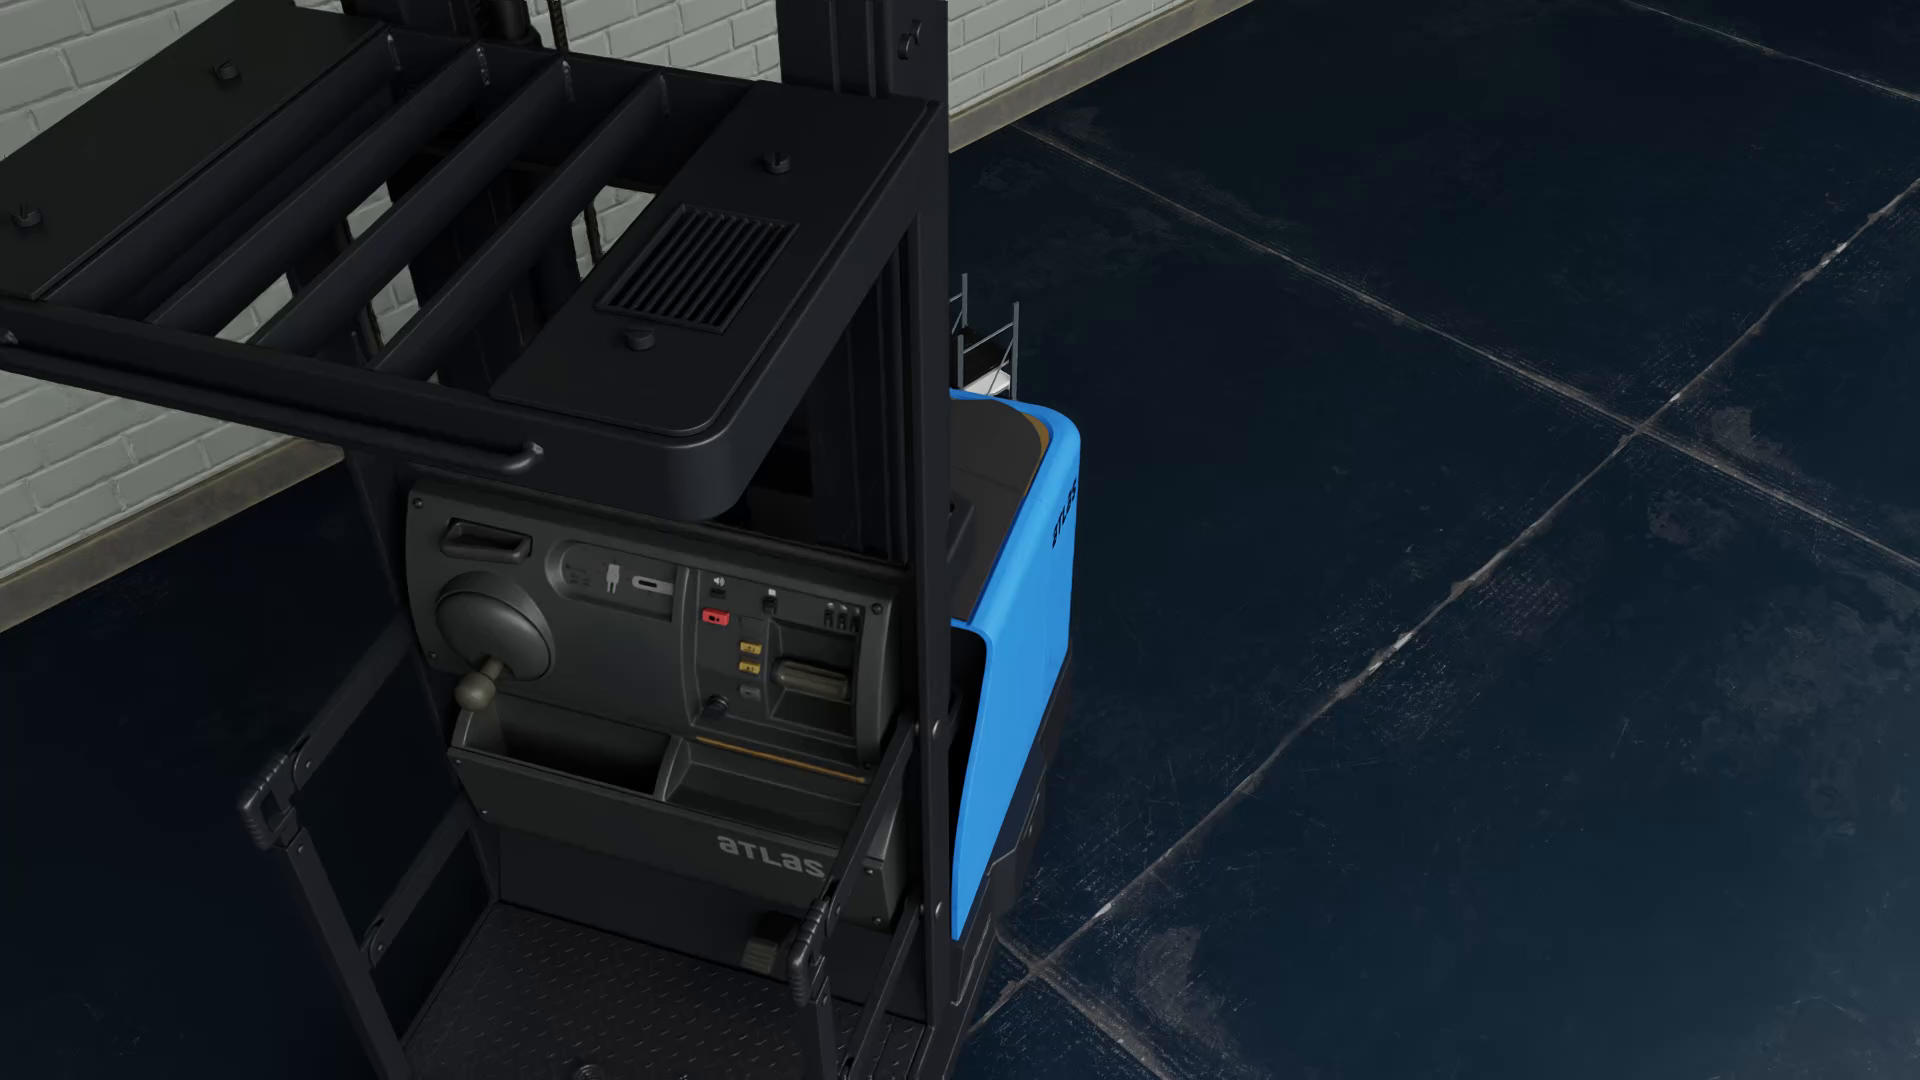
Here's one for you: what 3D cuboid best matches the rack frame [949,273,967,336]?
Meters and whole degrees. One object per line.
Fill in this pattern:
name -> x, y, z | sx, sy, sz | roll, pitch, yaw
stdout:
rack frame -> -0.066, -0.375, 4.993 | 0.240, 0.900, 0.006 | -34, 53, -31

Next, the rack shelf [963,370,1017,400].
rack shelf -> 0.006, -0.434, 4.841 | 0.258, 0.077, 0.200 | -34, 53, -31

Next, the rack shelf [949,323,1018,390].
rack shelf -> 0.006, -0.500, 4.780 | 0.258, 0.077, 0.200 | -34, 53, -31

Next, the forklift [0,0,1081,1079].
forklift -> -0.630, 0.256, 2.814 | 1.130, 2.935, 3.031 | 12, 44, 13

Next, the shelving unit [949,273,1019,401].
shelving unit -> 0.006, -0.327, 4.940 | 0.258, 0.900, 0.210 | -34, 53, -31

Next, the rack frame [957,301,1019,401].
rack frame -> 0.078, -0.278, 4.888 | 0.240, 0.900, 0.006 | -34, 53, -31

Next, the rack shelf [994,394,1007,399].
rack shelf -> 0.006, -0.368, 4.902 | 0.258, 0.077, 0.200 | -34, 53, -31
